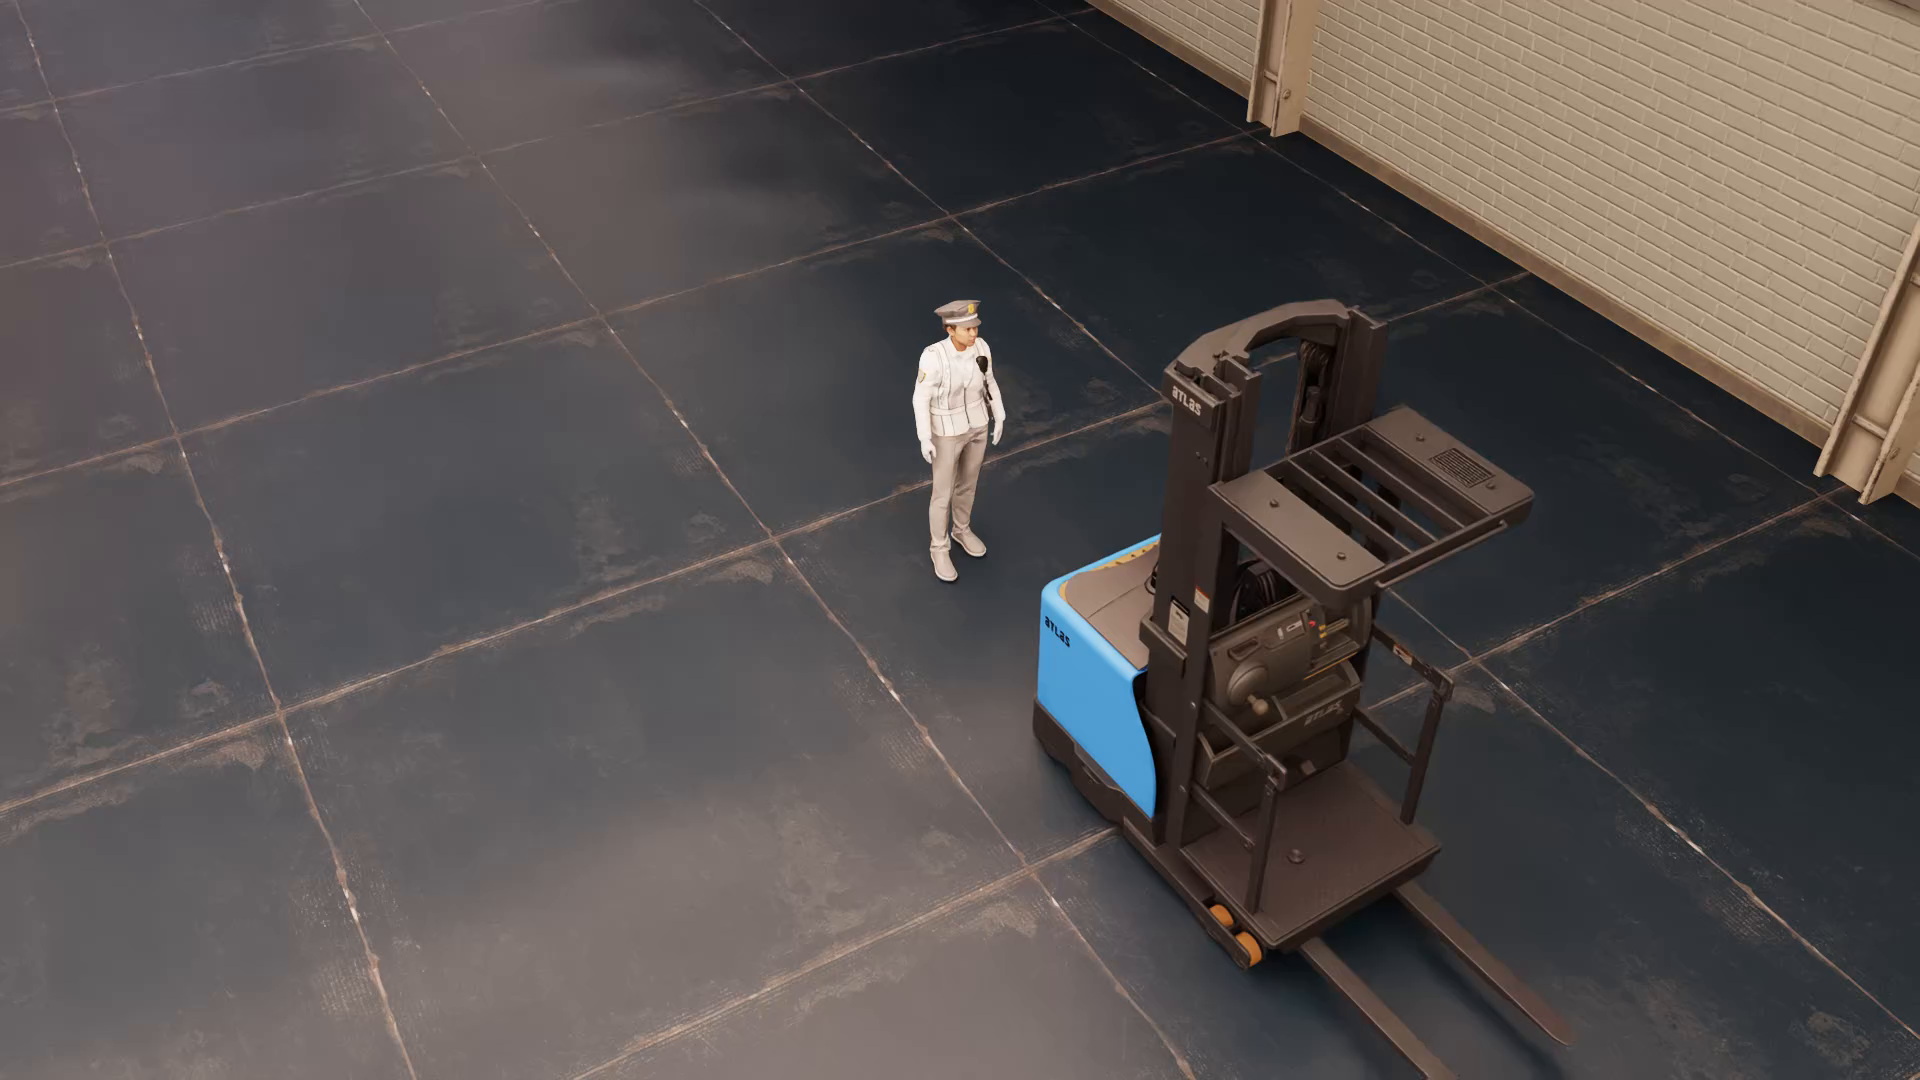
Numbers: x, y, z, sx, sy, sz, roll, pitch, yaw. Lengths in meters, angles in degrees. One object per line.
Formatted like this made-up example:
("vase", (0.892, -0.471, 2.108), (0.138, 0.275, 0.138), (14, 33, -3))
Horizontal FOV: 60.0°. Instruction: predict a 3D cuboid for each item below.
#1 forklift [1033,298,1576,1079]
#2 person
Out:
("forklift", (1.616, 0.550, 7.373), (1.130, 2.935, 3.031), (-22, 45, -25))
("person", (0.029, -0.618, 9.738), (0.587, 1.695, 0.531), (-20, 44, -23))
